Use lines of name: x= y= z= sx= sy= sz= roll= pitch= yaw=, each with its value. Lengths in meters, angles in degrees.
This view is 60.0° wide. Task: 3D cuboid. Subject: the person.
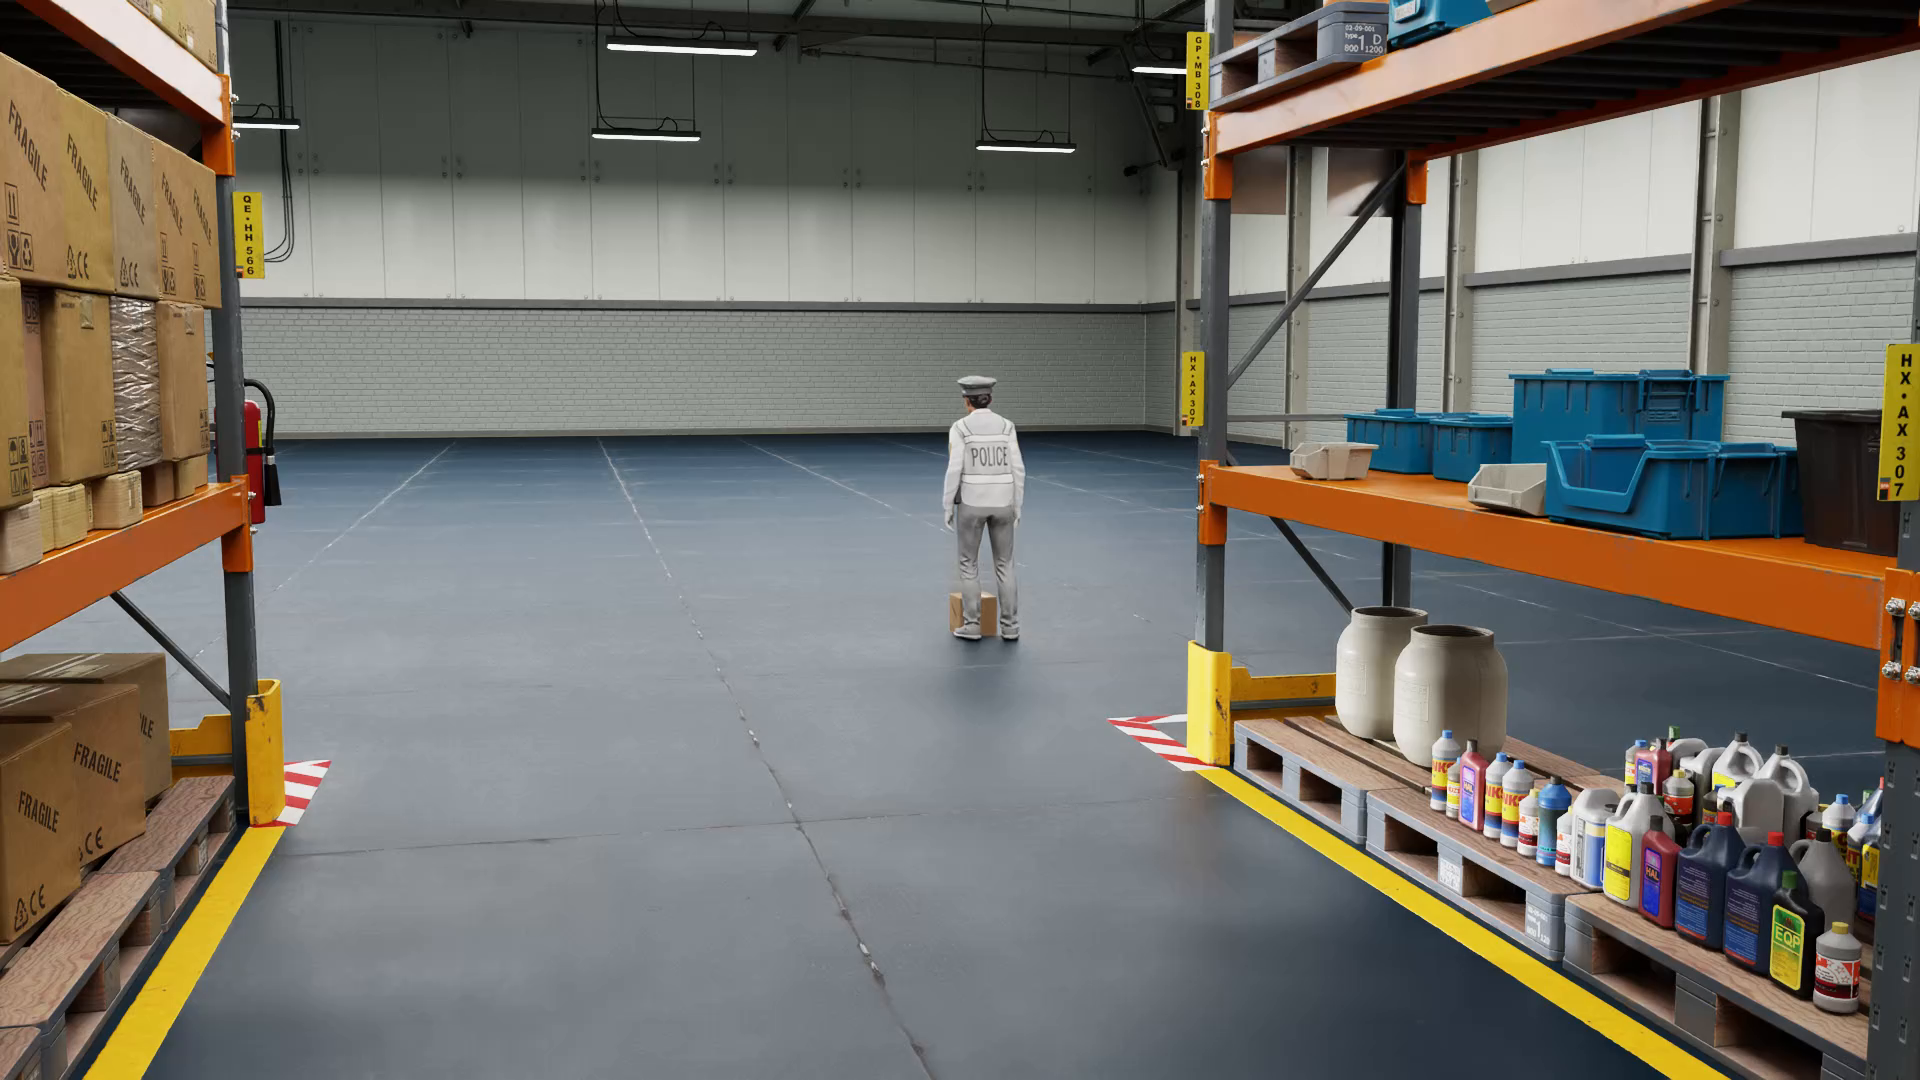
person: x=0.141 y=-0.198 z=10.480 sx=0.537 sy=1.662 sz=0.415 roll=-2 pitch=7 yaw=-17
